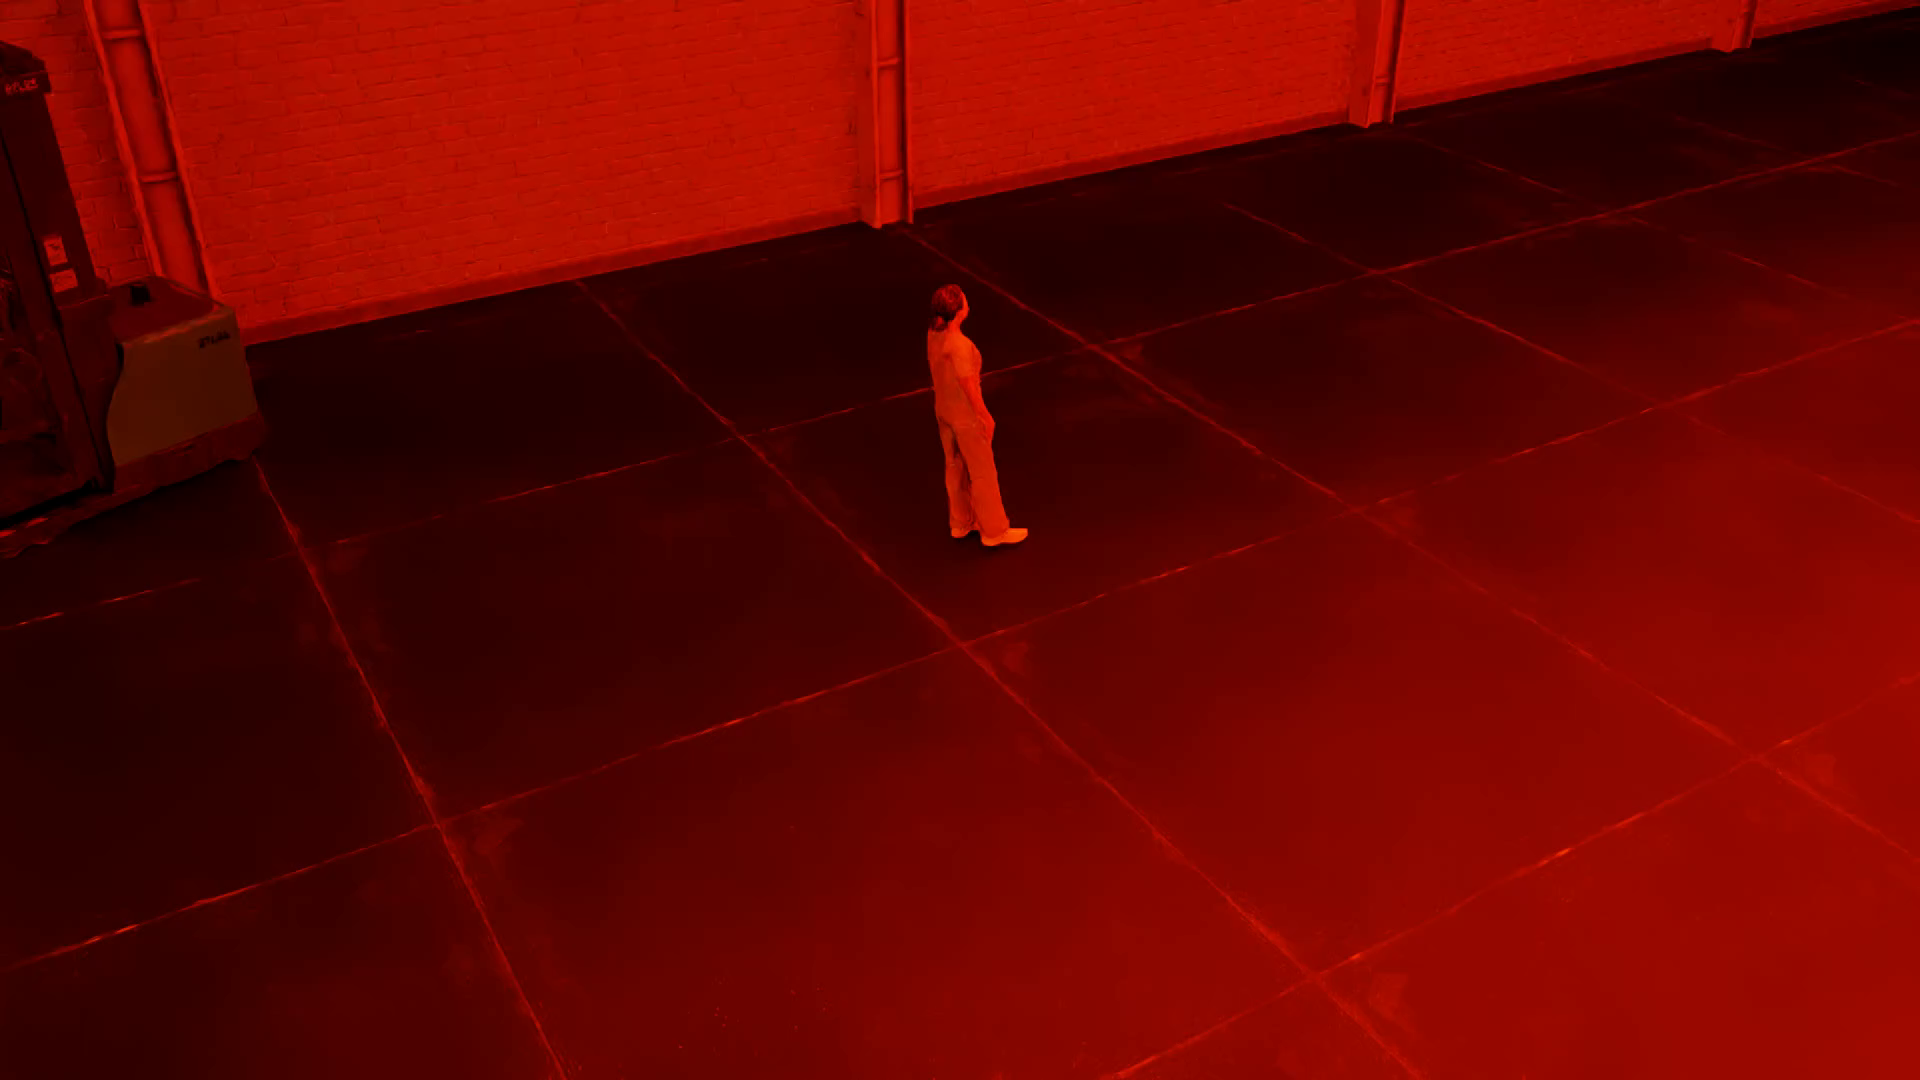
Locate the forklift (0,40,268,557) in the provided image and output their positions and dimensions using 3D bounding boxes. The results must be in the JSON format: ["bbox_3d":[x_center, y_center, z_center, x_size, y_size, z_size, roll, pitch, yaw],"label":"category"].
[{"bbox_3d":[-6.103,-1.443,10.057,1.130,2.935,3.031,23,38,33],"label":"forklift"}]

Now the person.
[{"bbox_3d":[0.069,-0.773,10.068,0.549,1.673,0.550,-17,35,-26],"label":"person"}]
